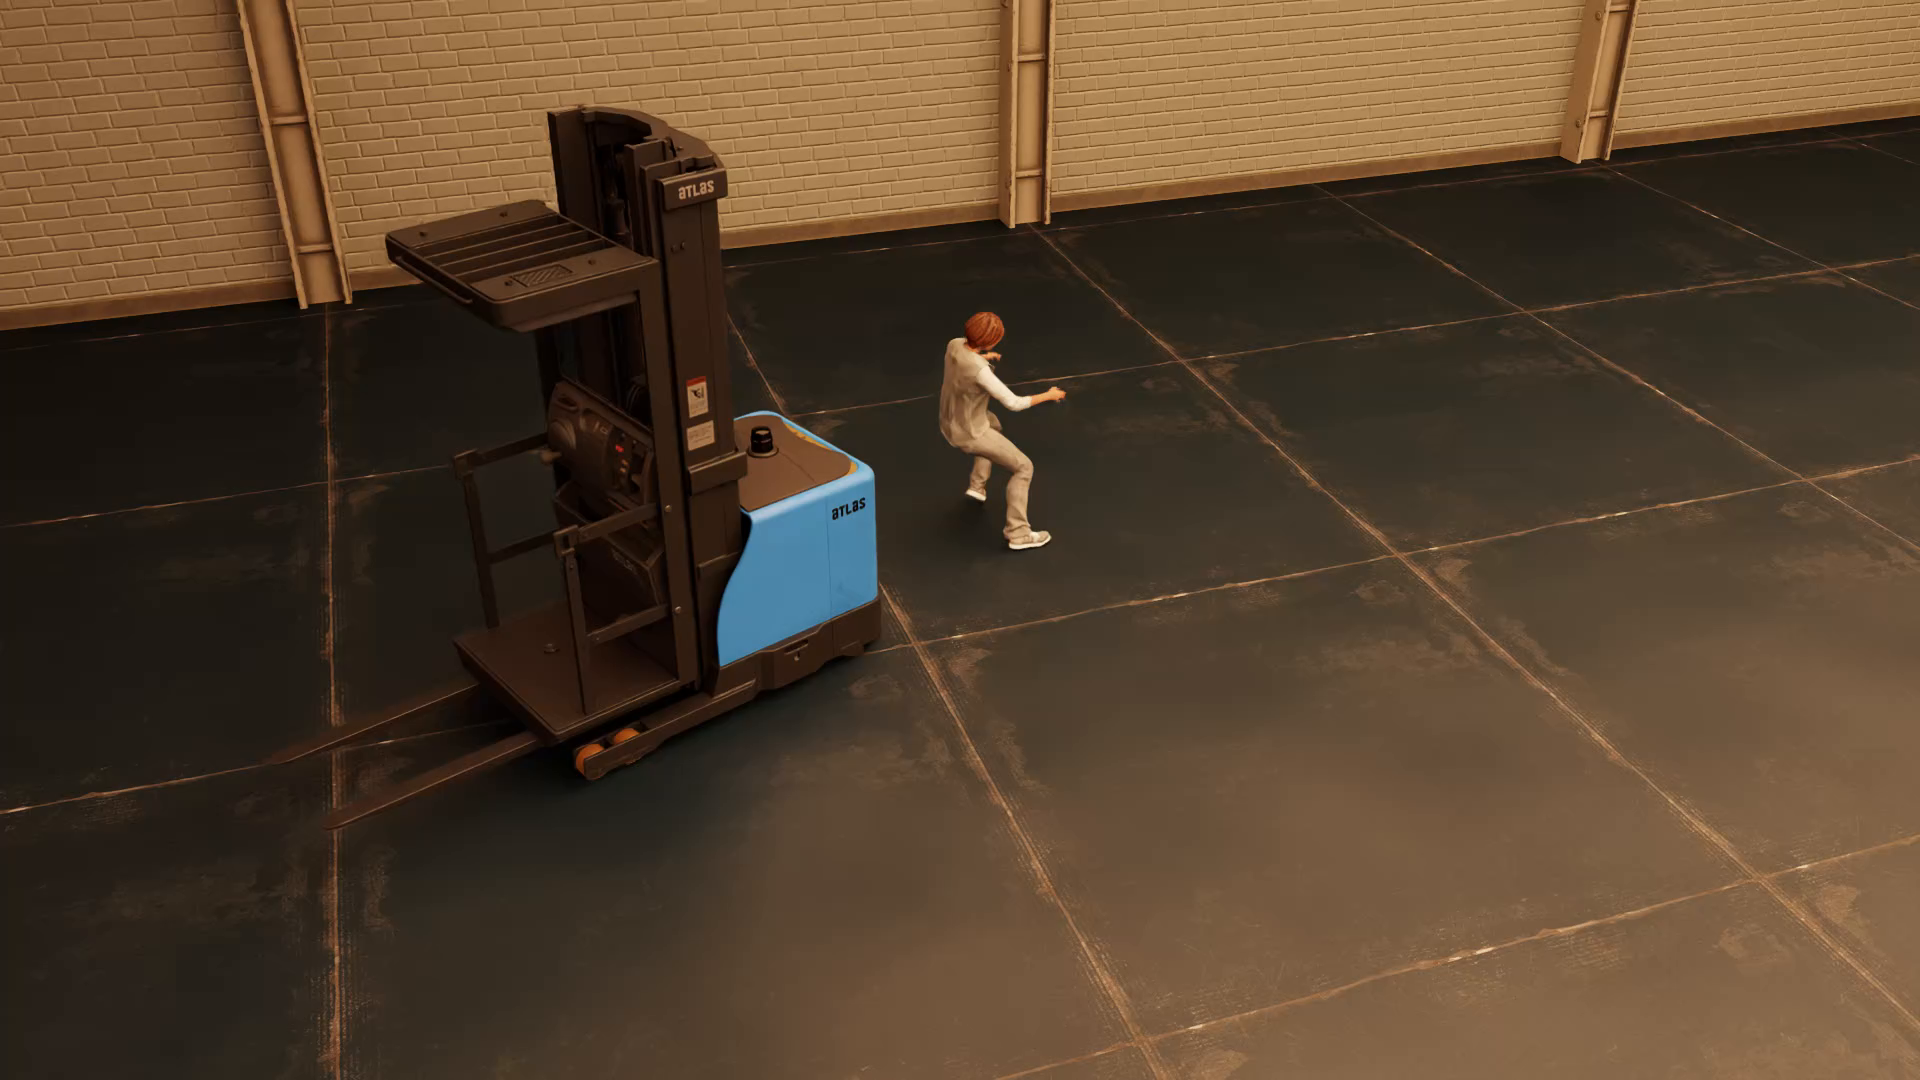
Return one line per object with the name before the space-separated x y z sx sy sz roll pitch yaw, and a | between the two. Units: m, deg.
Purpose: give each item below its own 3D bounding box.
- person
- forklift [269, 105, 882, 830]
person | 0.230 -0.731 9.896 0.680 1.393 0.828 -12 32 -20
forklift | -1.874 -0.413 7.804 3.031 2.935 1.130 -23 37 -34
